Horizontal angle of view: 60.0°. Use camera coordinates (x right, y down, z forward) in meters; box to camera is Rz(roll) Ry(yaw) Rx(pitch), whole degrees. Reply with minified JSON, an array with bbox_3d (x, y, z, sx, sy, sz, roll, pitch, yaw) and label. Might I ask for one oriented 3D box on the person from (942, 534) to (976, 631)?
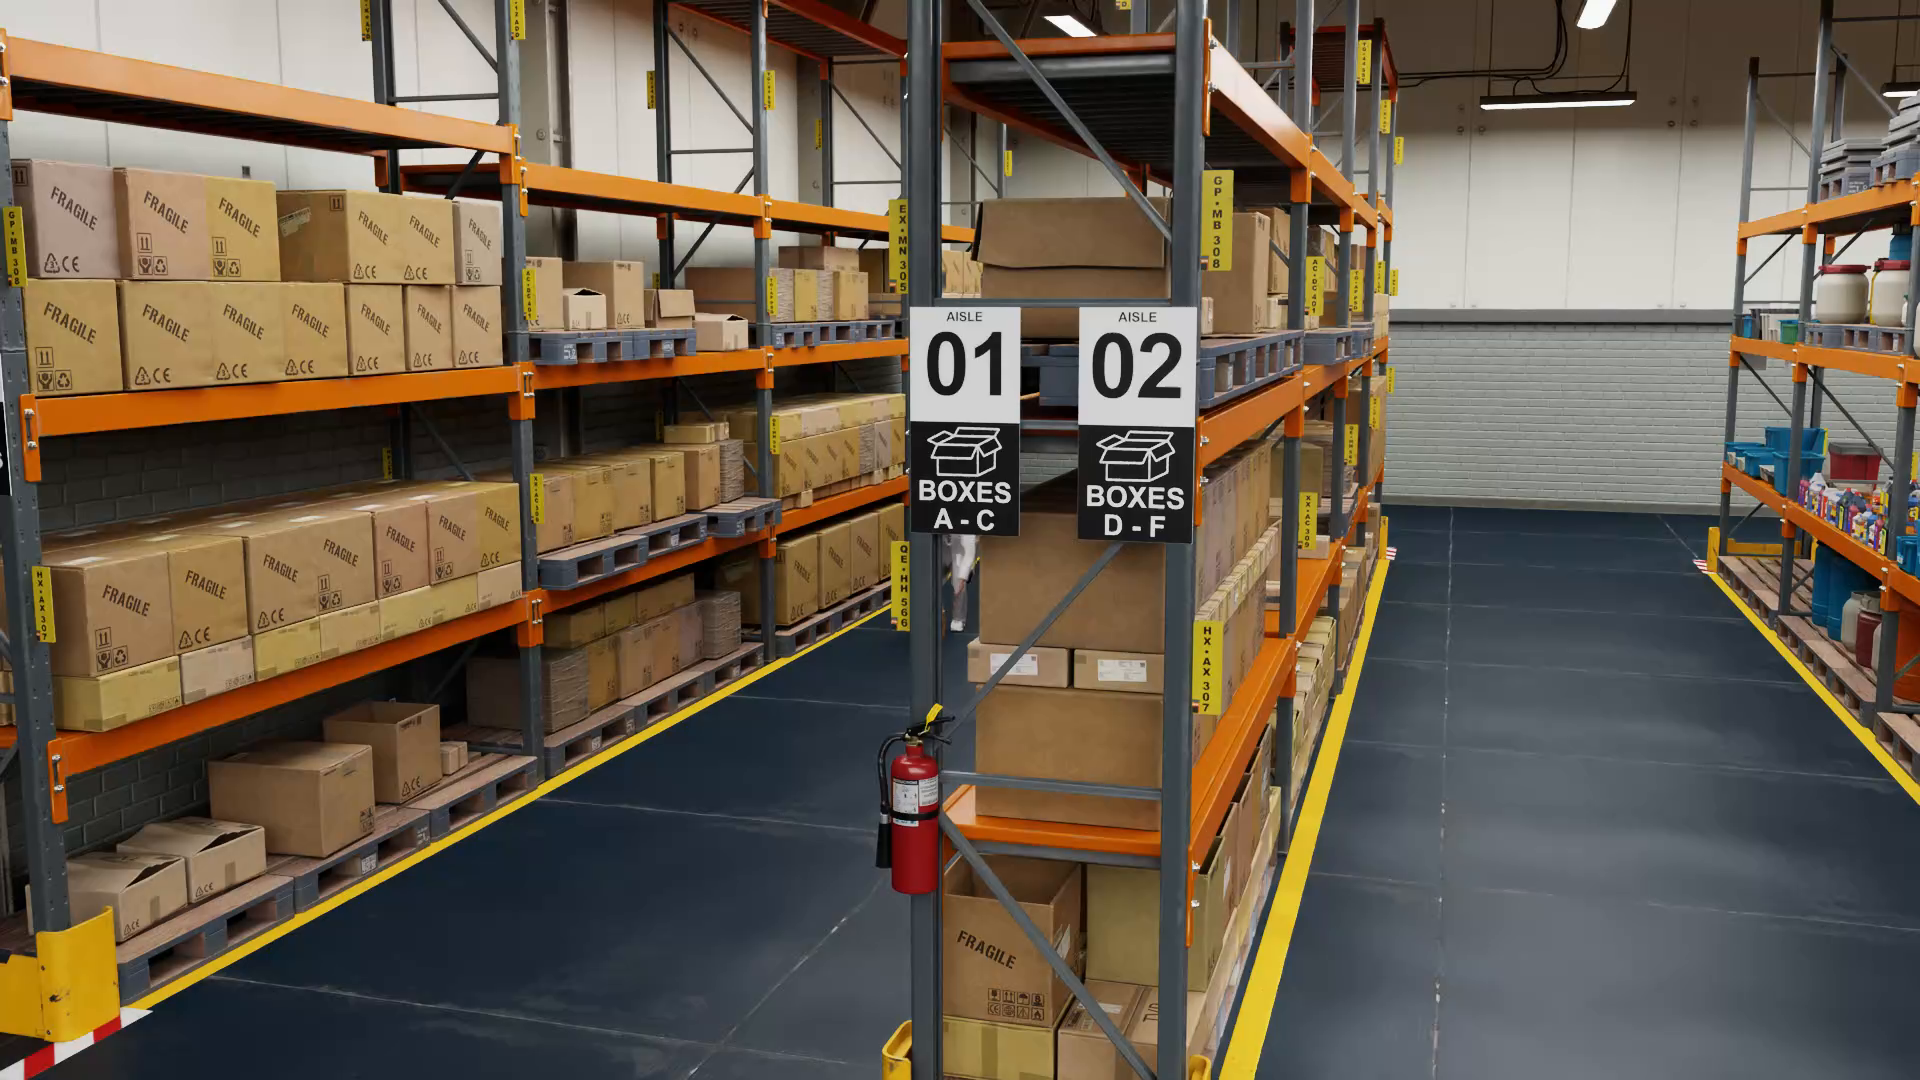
[{"bbox_3d":[-0.118,0.250,16.374,0.631,1.287,0.780,2,9,16],"label":"person"}]
